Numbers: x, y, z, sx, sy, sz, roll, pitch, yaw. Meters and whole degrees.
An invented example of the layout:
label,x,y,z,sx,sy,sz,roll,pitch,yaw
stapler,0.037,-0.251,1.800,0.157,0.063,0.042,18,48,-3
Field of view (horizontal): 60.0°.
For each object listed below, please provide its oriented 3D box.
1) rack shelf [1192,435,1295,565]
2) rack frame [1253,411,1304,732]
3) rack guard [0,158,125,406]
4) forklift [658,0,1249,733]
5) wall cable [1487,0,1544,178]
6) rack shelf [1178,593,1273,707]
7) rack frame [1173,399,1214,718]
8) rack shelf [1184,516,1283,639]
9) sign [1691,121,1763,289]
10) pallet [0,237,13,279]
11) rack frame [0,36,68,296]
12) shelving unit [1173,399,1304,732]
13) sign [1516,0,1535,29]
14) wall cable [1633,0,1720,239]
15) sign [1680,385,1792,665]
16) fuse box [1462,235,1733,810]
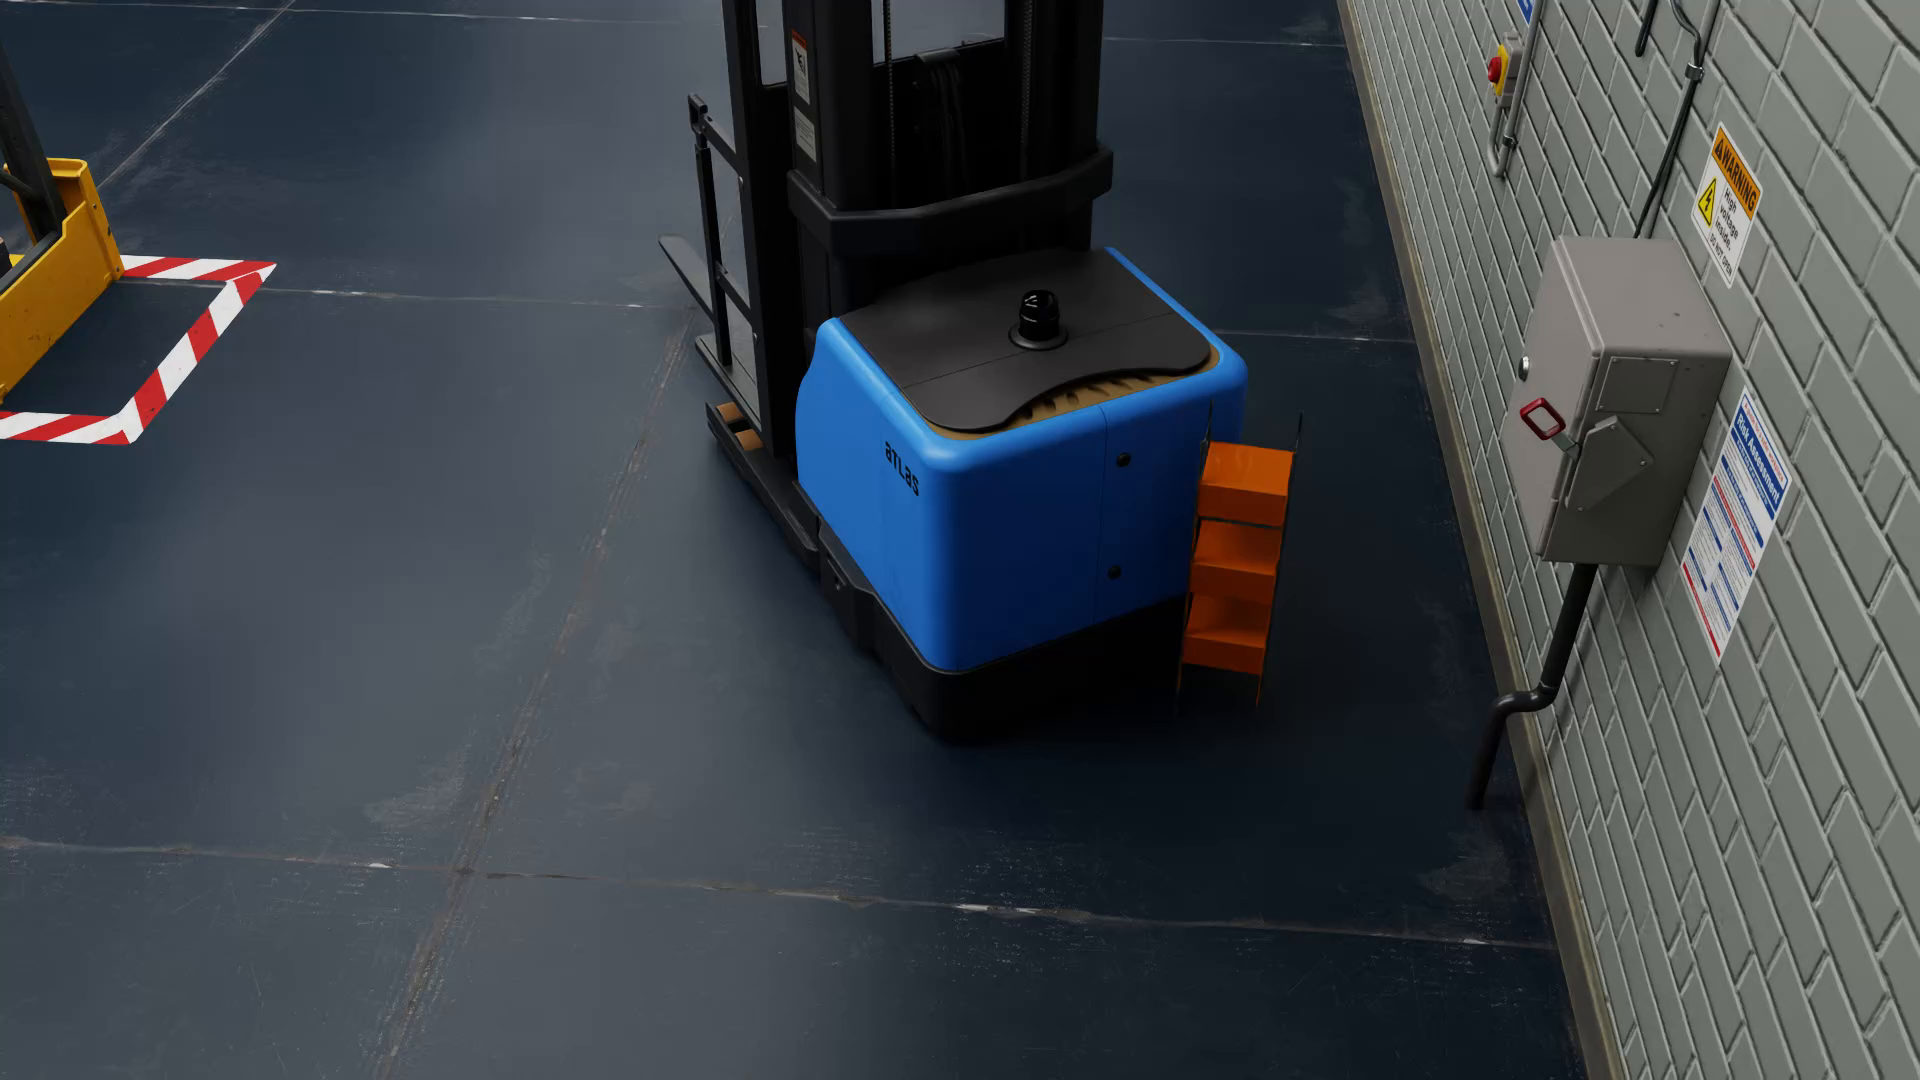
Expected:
label,x,y,z,sx,sy,sz,roll,pitch,yaw
rack shelf,0.788,-0.113,4.620,0.240,0.259,0.215,9,41,11
rack frame,0.910,0.115,4.771,0.008,1.050,0.200,9,41,11
rack guard,-3.816,-1.023,6.610,0.348,0.500,1.175,3,39,4
forklift,-0.281,-1.487,5.256,1.130,2.935,3.031,-18,42,-20
wall cable,1.780,-2.107,5.133,0.123,1.953,0.585,3,39,4
rack shelf,0.795,0.319,4.980,0.240,0.259,0.215,9,41,11
rack frame,0.673,0.079,4.819,0.008,1.050,0.200,9,41,11
rack shelf,0.791,0.105,4.802,0.240,0.259,0.215,9,41,11
sign,1.664,-0.731,3.618,0.001,0.242,0.339,3,39,4
pallet,-4.643,-0.906,6.696,1.213,0.211,1.003,3,39,4
rack frame,-3.840,-1.993,5.823,0.127,3.000,1.000,3,39,4
shelving unit,0.791,0.097,4.795,0.252,1.050,0.215,9,41,11
sign,1.845,-1.833,5.411,0.001,0.218,0.327,3,39,4
wall cable,1.669,-1.202,4.046,0.122,1.984,0.588,3,39,4
sign,1.617,-0.029,3.485,0.001,0.494,0.329,3,39,4
fuse box,1.453,0.112,4.257,0.414,1.711,0.539,3,39,4
